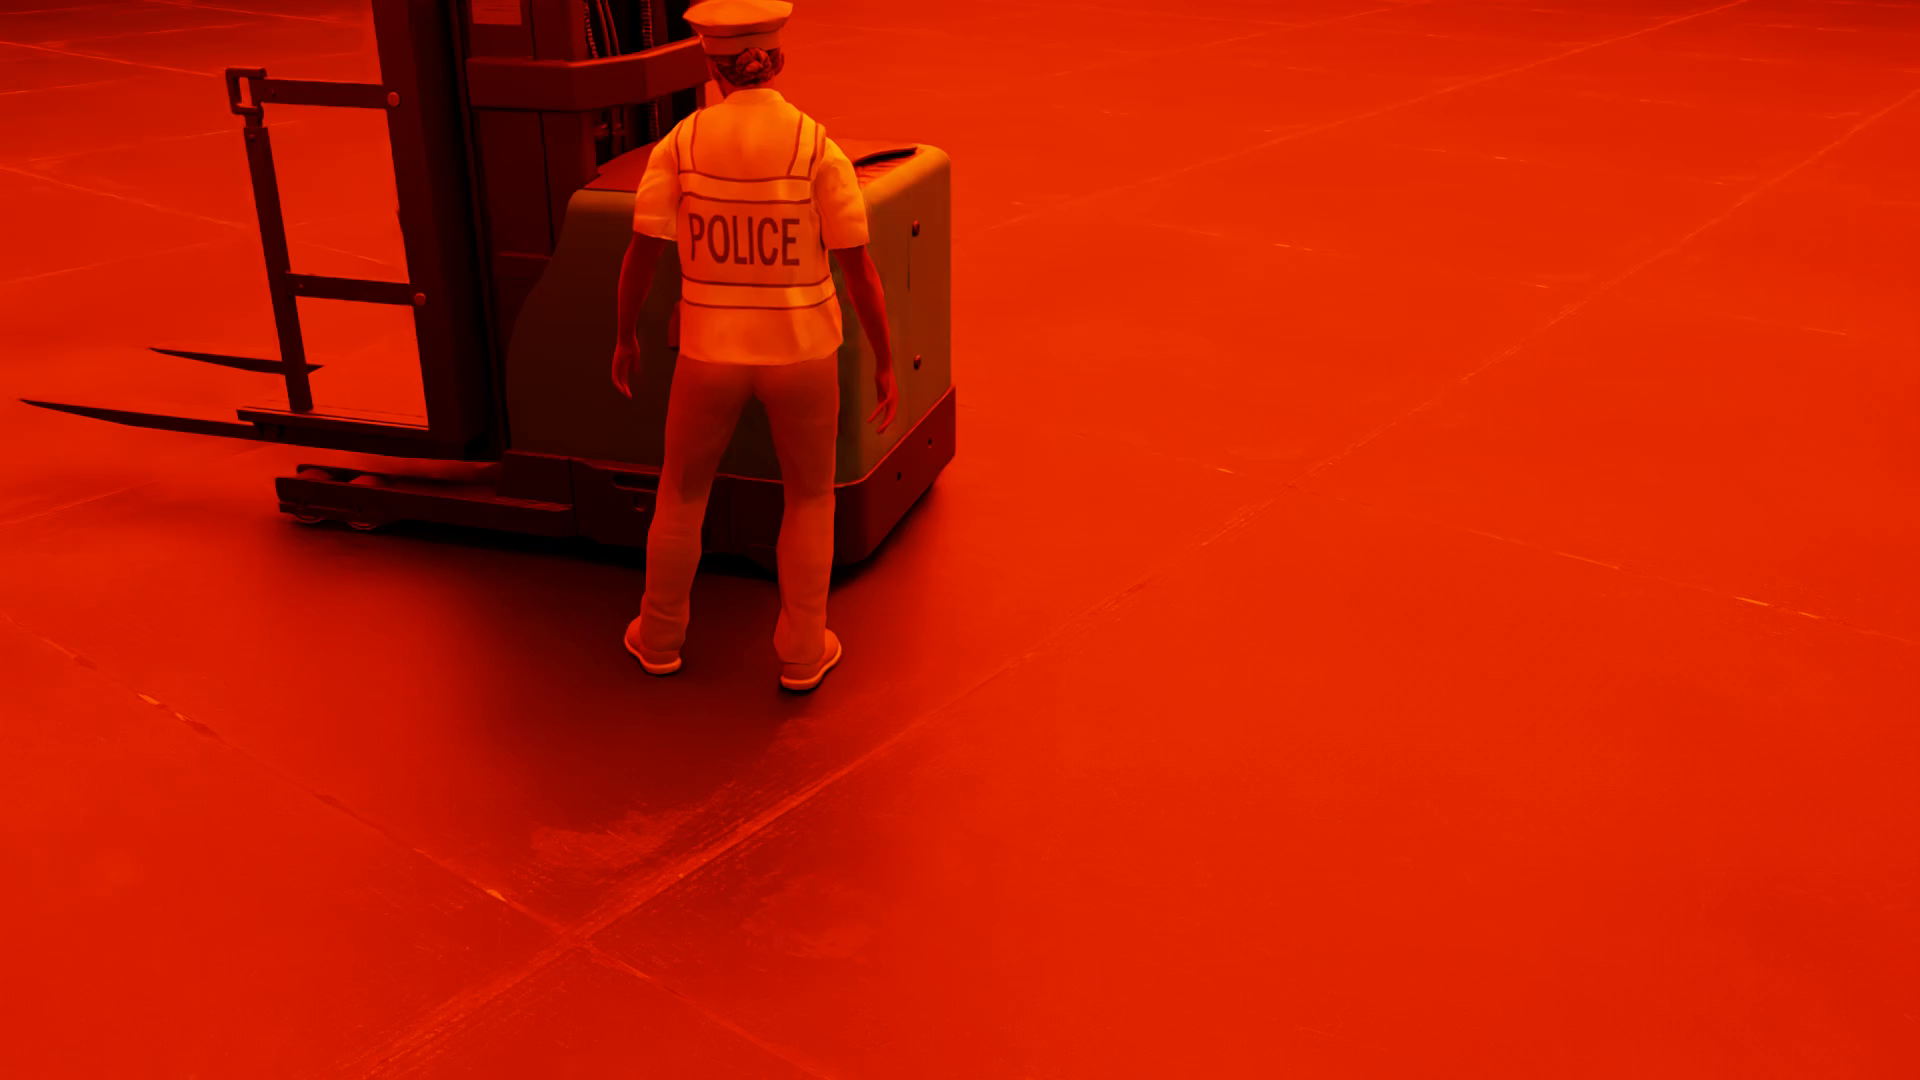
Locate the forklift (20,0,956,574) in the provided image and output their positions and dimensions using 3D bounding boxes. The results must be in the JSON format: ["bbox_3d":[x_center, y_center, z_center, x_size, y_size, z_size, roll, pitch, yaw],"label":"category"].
[{"bbox_3d":[-1.589,-1.566,4.941,3.031,2.935,1.130,7,24,15],"label":"forklift"}]

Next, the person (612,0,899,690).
[{"bbox_3d":[-0.514,-0.432,3.965,0.741,1.635,0.379,0,23,1],"label":"person"}]
